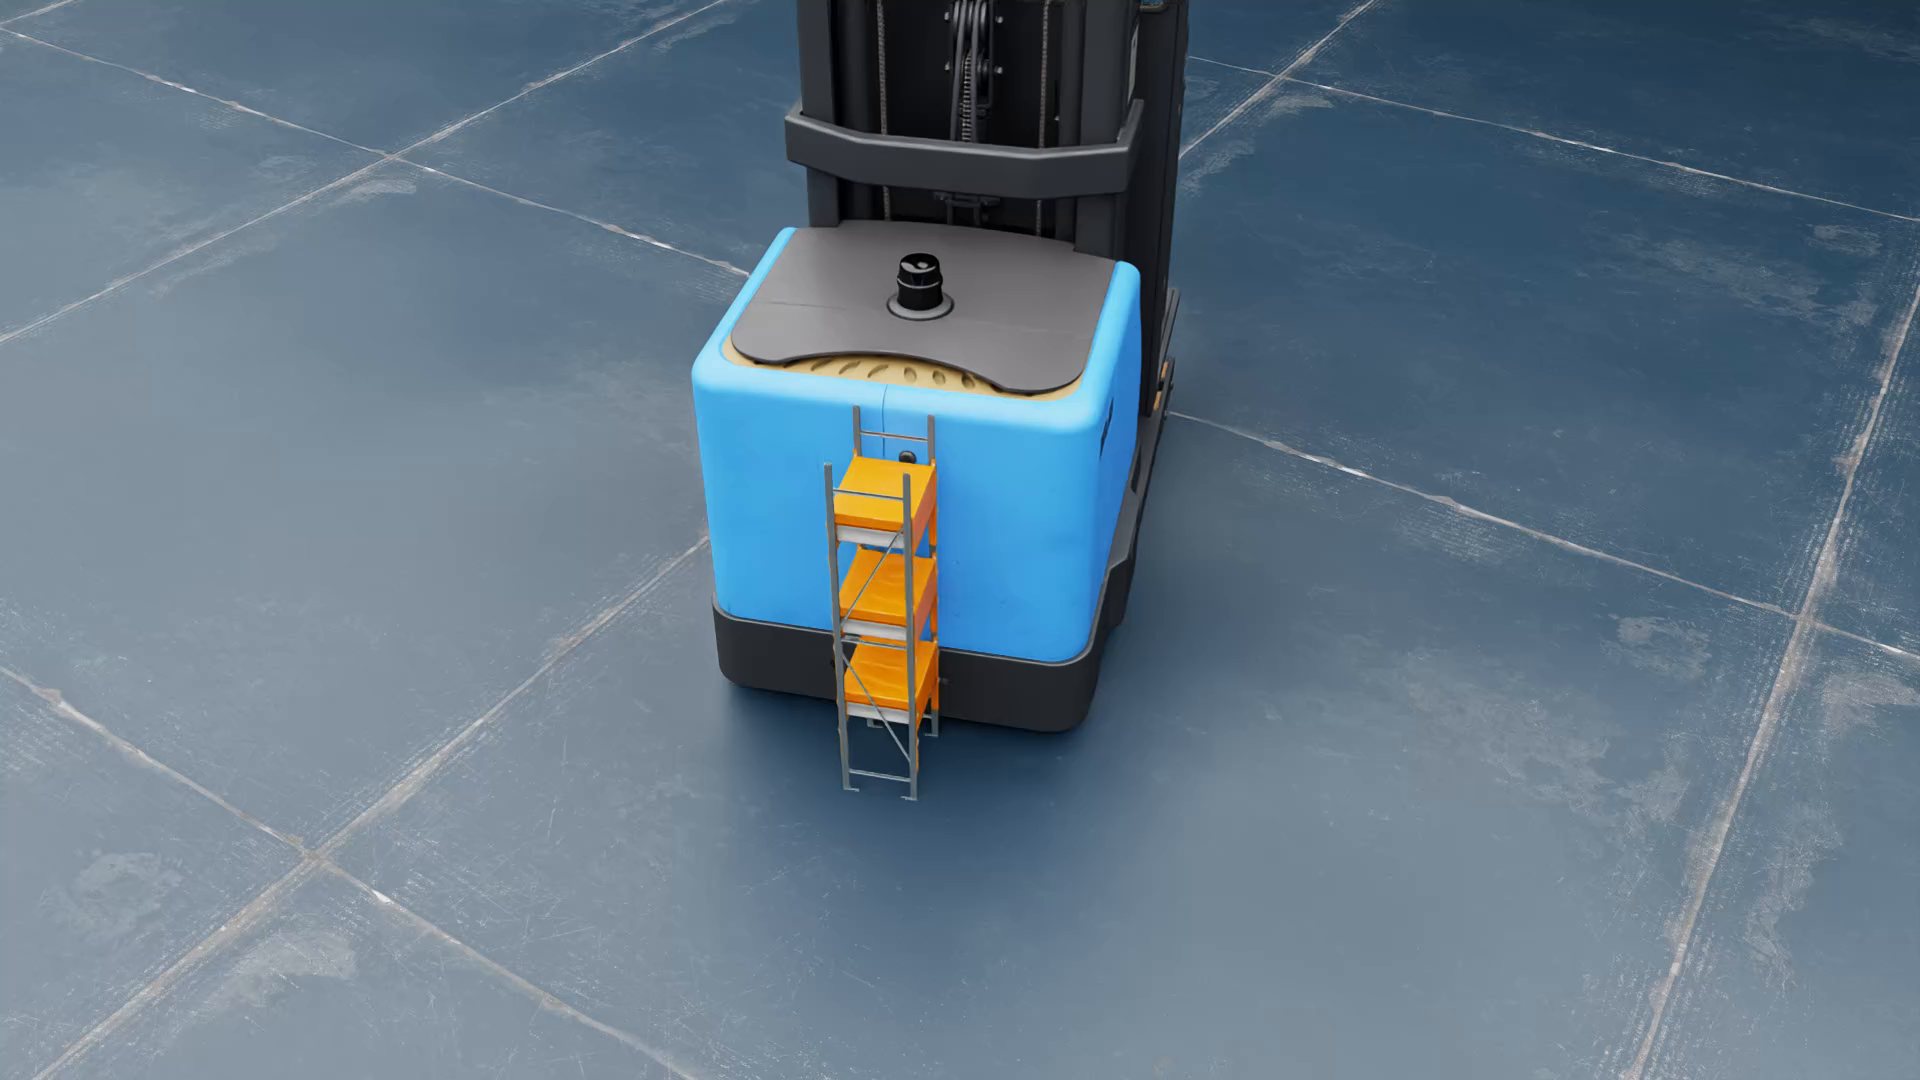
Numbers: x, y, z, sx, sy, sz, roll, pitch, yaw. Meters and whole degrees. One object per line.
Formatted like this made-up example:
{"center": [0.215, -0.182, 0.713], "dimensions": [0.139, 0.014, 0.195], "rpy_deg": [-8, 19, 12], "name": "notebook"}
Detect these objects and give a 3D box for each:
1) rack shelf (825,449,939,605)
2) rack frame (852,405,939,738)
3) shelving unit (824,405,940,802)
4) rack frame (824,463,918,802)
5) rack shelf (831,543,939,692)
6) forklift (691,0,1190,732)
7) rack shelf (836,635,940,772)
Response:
{"center": [-0.183, -0.033, 3.986], "dimensions": [0.215, 0.259, 0.240], "rpy_deg": [8, 38, 10], "name": "rack shelf"}
{"center": [-0.157, 0.110, 4.247], "dimensions": [0.200, 1.050, 0.008], "rpy_deg": [8, 38, 10], "name": "rack frame"}
{"center": [-0.183, 0.183, 4.152], "dimensions": [0.215, 1.050, 0.252], "rpy_deg": [8, 38, 10], "name": "shelving unit"}
{"center": [-0.209, 0.256, 4.058], "dimensions": [0.200, 1.050, 0.008], "rpy_deg": [8, 38, 10], "name": "rack frame"}
{"center": [-0.183, 0.192, 4.159], "dimensions": [0.215, 0.259, 0.240], "rpy_deg": [8, 38, 10], "name": "rack shelf"}
{"center": [0.139, -1.547, 4.856], "dimensions": [1.130, 2.935, 3.031], "rpy_deg": [8, 38, 10], "name": "forklift"}
{"center": [-0.183, 0.412, 4.329], "dimensions": [0.215, 0.259, 0.240], "rpy_deg": [8, 38, 10], "name": "rack shelf"}
